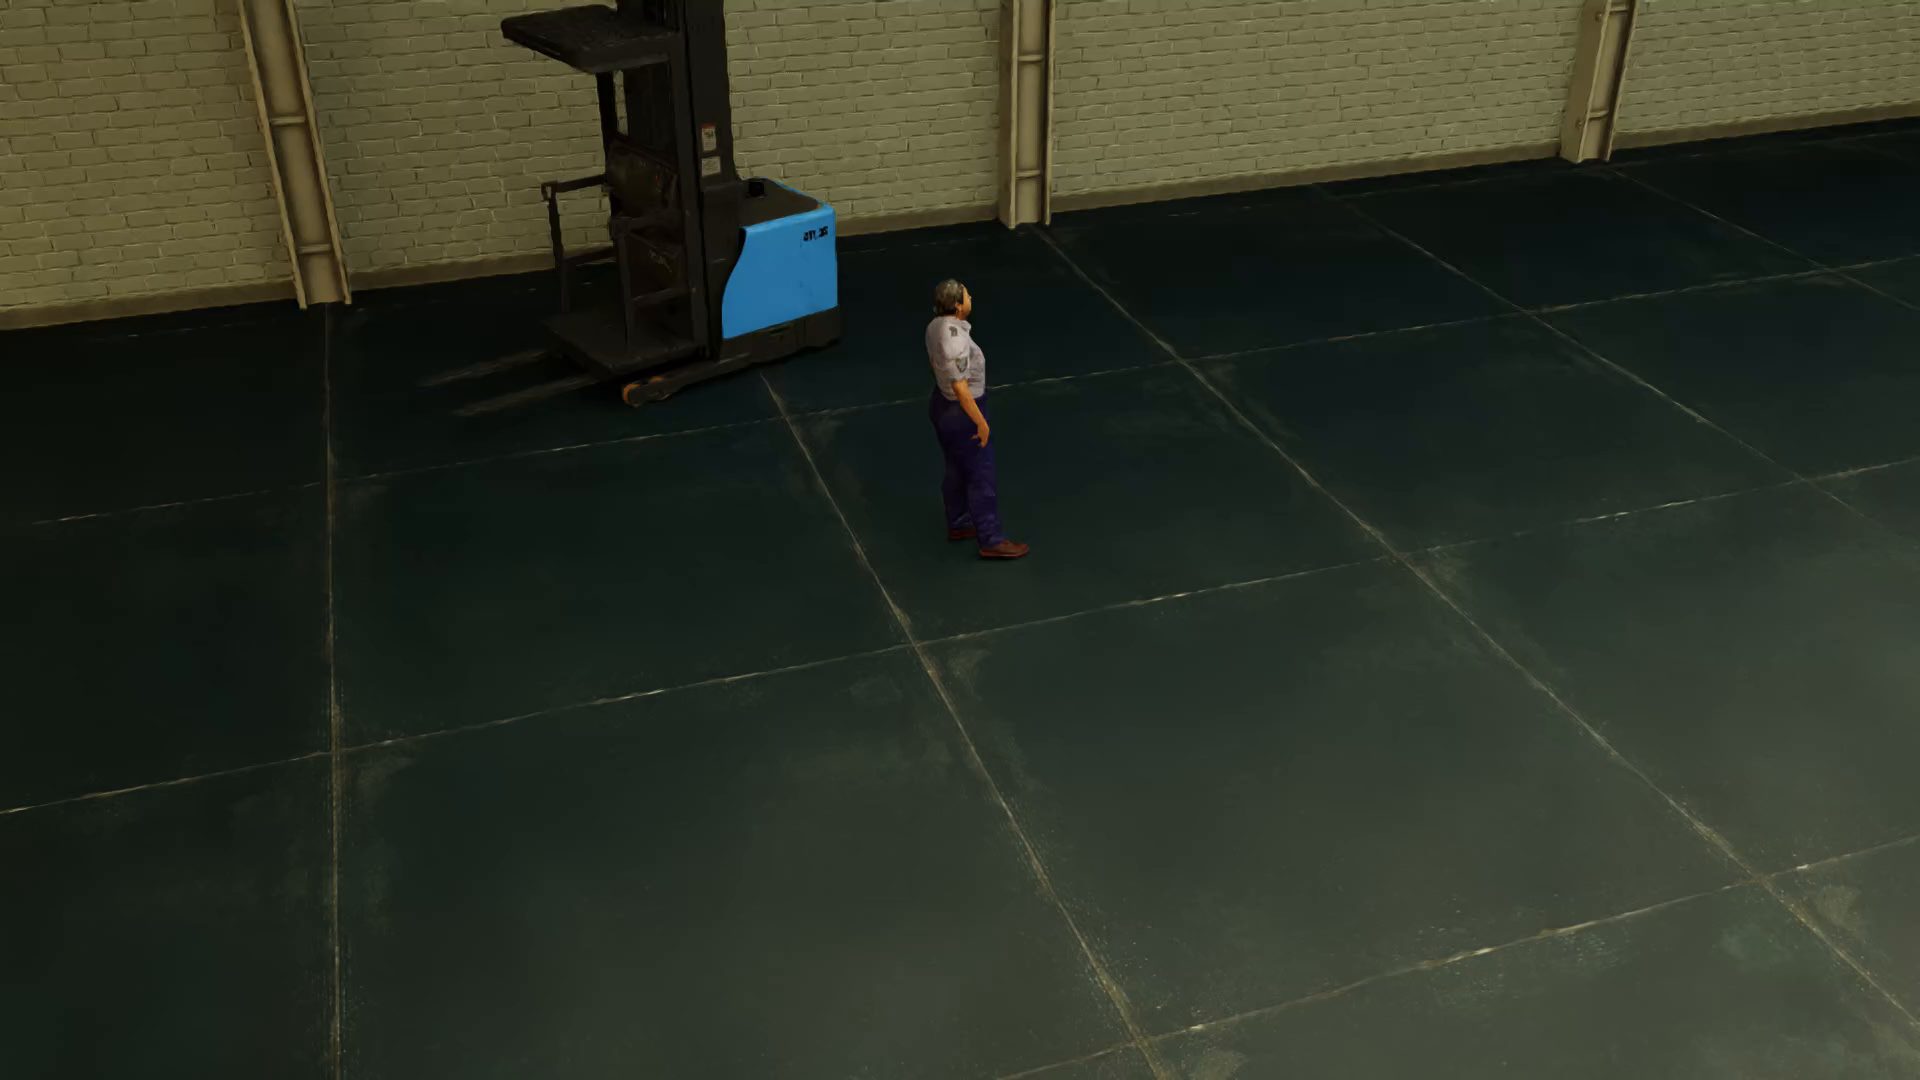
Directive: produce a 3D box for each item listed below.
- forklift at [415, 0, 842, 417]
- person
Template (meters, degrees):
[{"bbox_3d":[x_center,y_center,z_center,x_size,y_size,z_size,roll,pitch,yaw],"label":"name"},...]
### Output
[{"bbox_3d":[-2.364,-2.495,11.423,3.031,2.935,1.130,-22,36,-33],"label":"forklift"},{"bbox_3d":[0.092,-0.720,9.620,0.502,1.640,0.599,-10,31,-16],"label":"person"}]
